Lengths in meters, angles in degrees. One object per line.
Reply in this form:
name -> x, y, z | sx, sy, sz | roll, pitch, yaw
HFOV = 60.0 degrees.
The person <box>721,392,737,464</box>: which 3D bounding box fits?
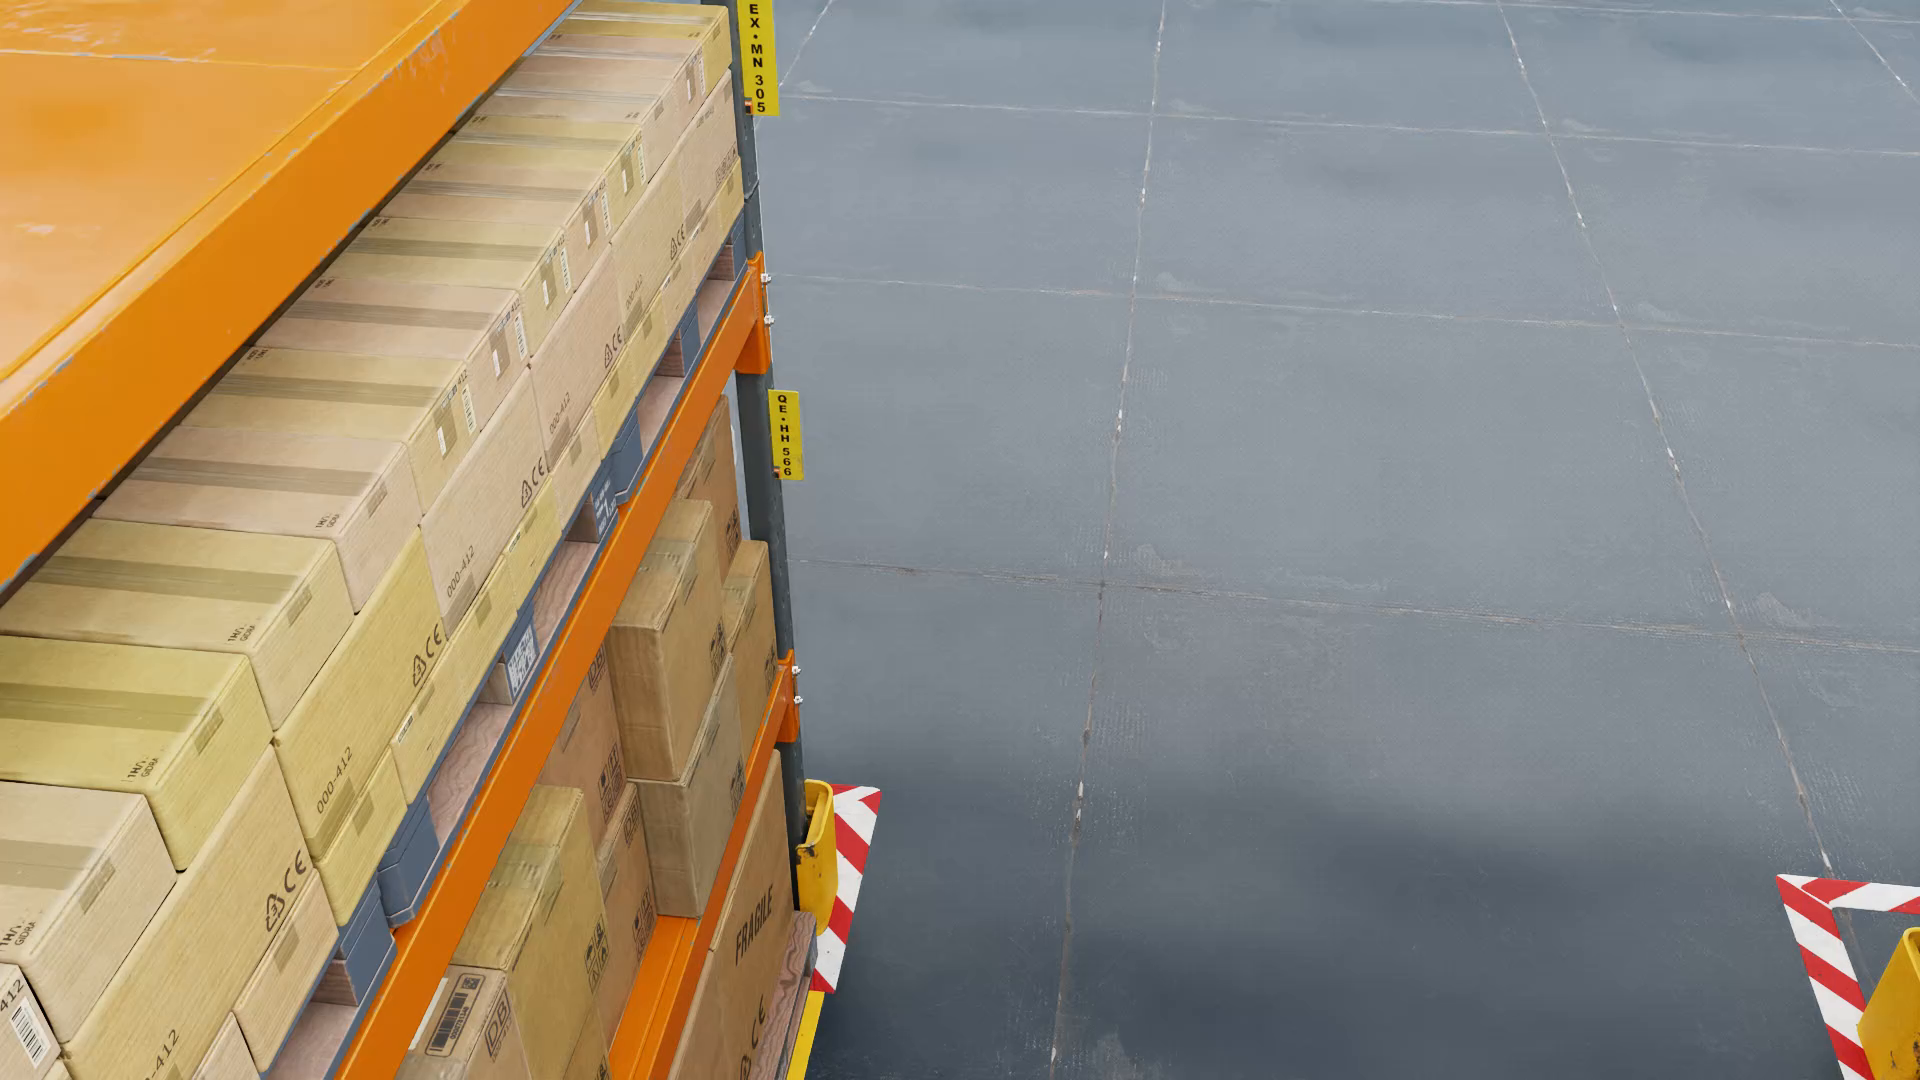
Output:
person -> -1.192, -0.302, 7.444 | 0.373, 1.664, 0.528 | 4, 37, 6
